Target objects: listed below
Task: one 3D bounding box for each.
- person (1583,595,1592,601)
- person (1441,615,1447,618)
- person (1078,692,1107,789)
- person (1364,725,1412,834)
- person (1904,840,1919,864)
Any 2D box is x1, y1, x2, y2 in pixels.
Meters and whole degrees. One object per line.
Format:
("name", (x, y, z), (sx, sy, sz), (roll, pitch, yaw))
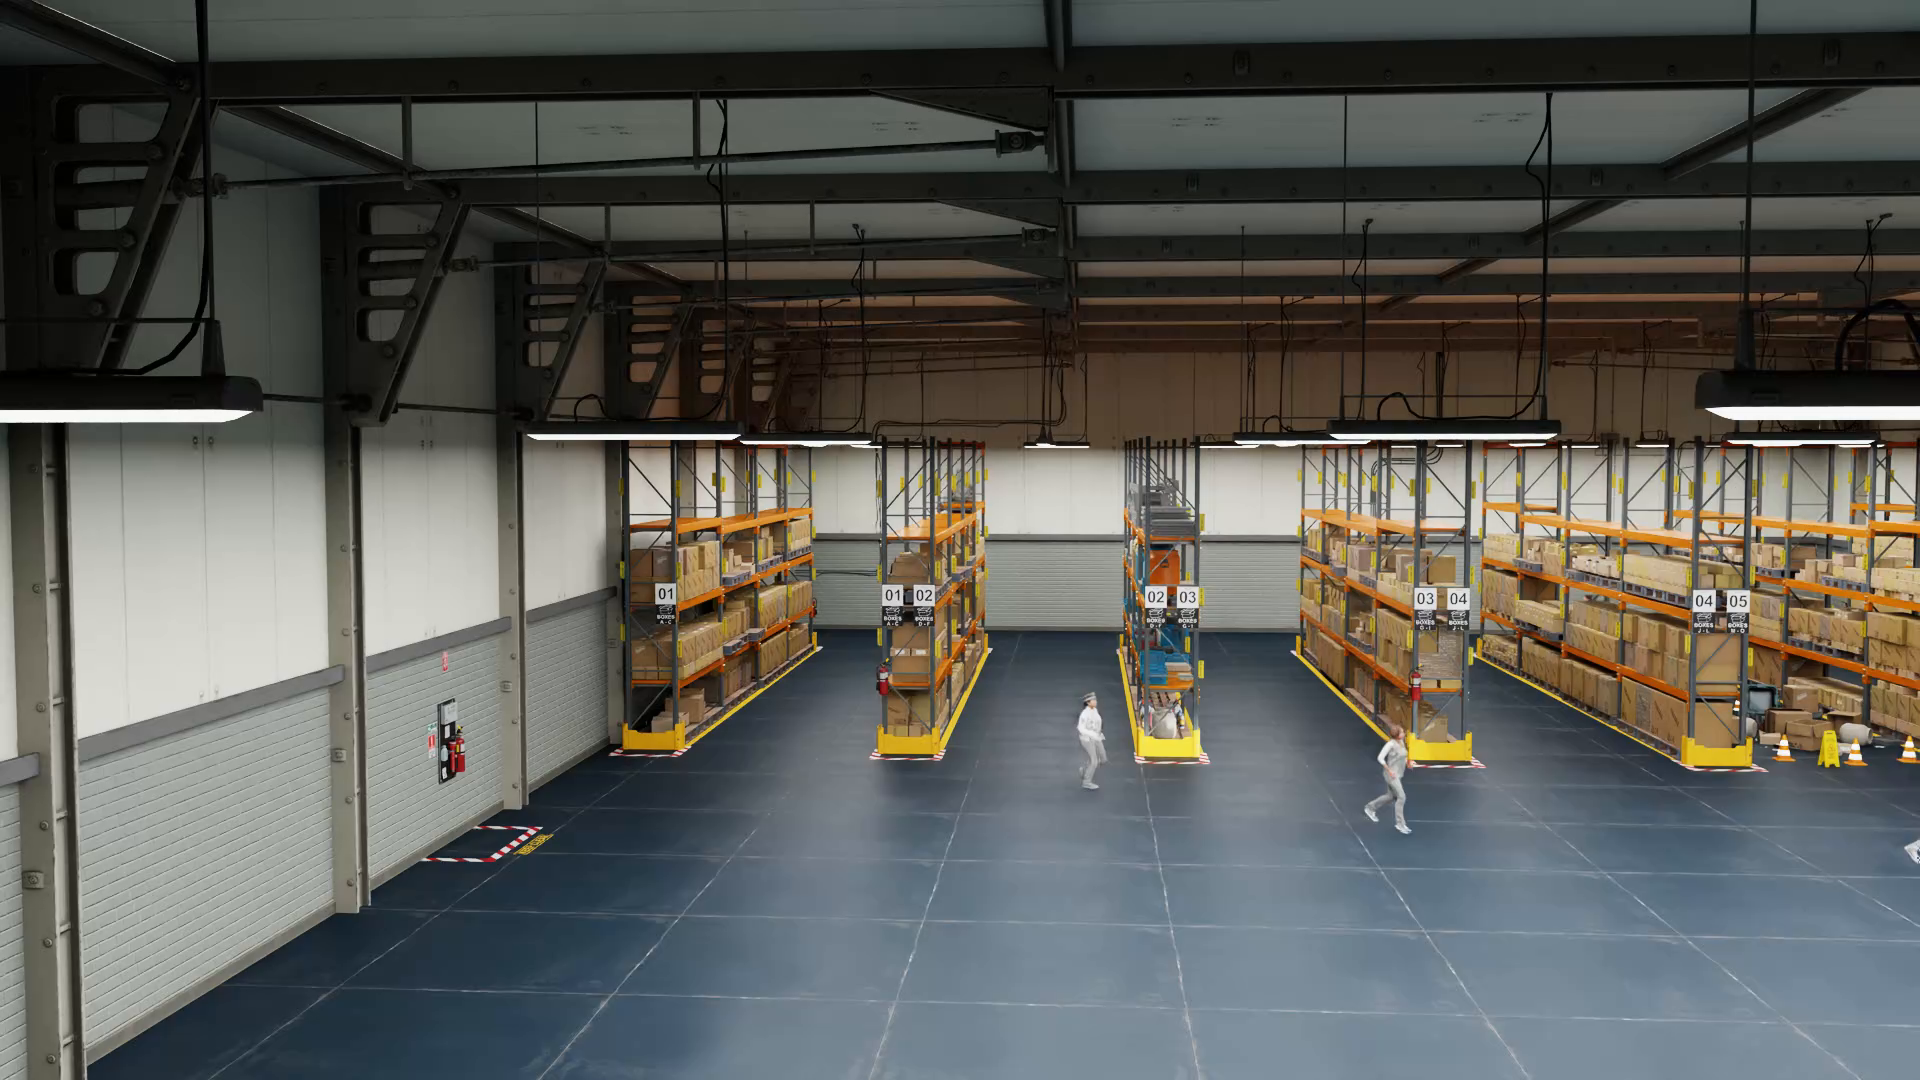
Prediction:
("person", (17.942, 2.383, 47.383), (0.724, 1.655, 0.585), (0, 3, 6))
("person", (13.431, 2.380, 46.957), (0.754, 1.672, 0.911), (3, 4, 43))
("person", (2.232, 3.386, 28.145), (0.539, 1.651, 0.592), (2, 4, 34))
("person", (6.480, 3.576, 25.094), (0.775, 1.612, 0.536), (2, 4, 34))
("person", (13.304, 3.670, 22.496), (0.901, 1.687, 0.616), (2, 3, 27))
